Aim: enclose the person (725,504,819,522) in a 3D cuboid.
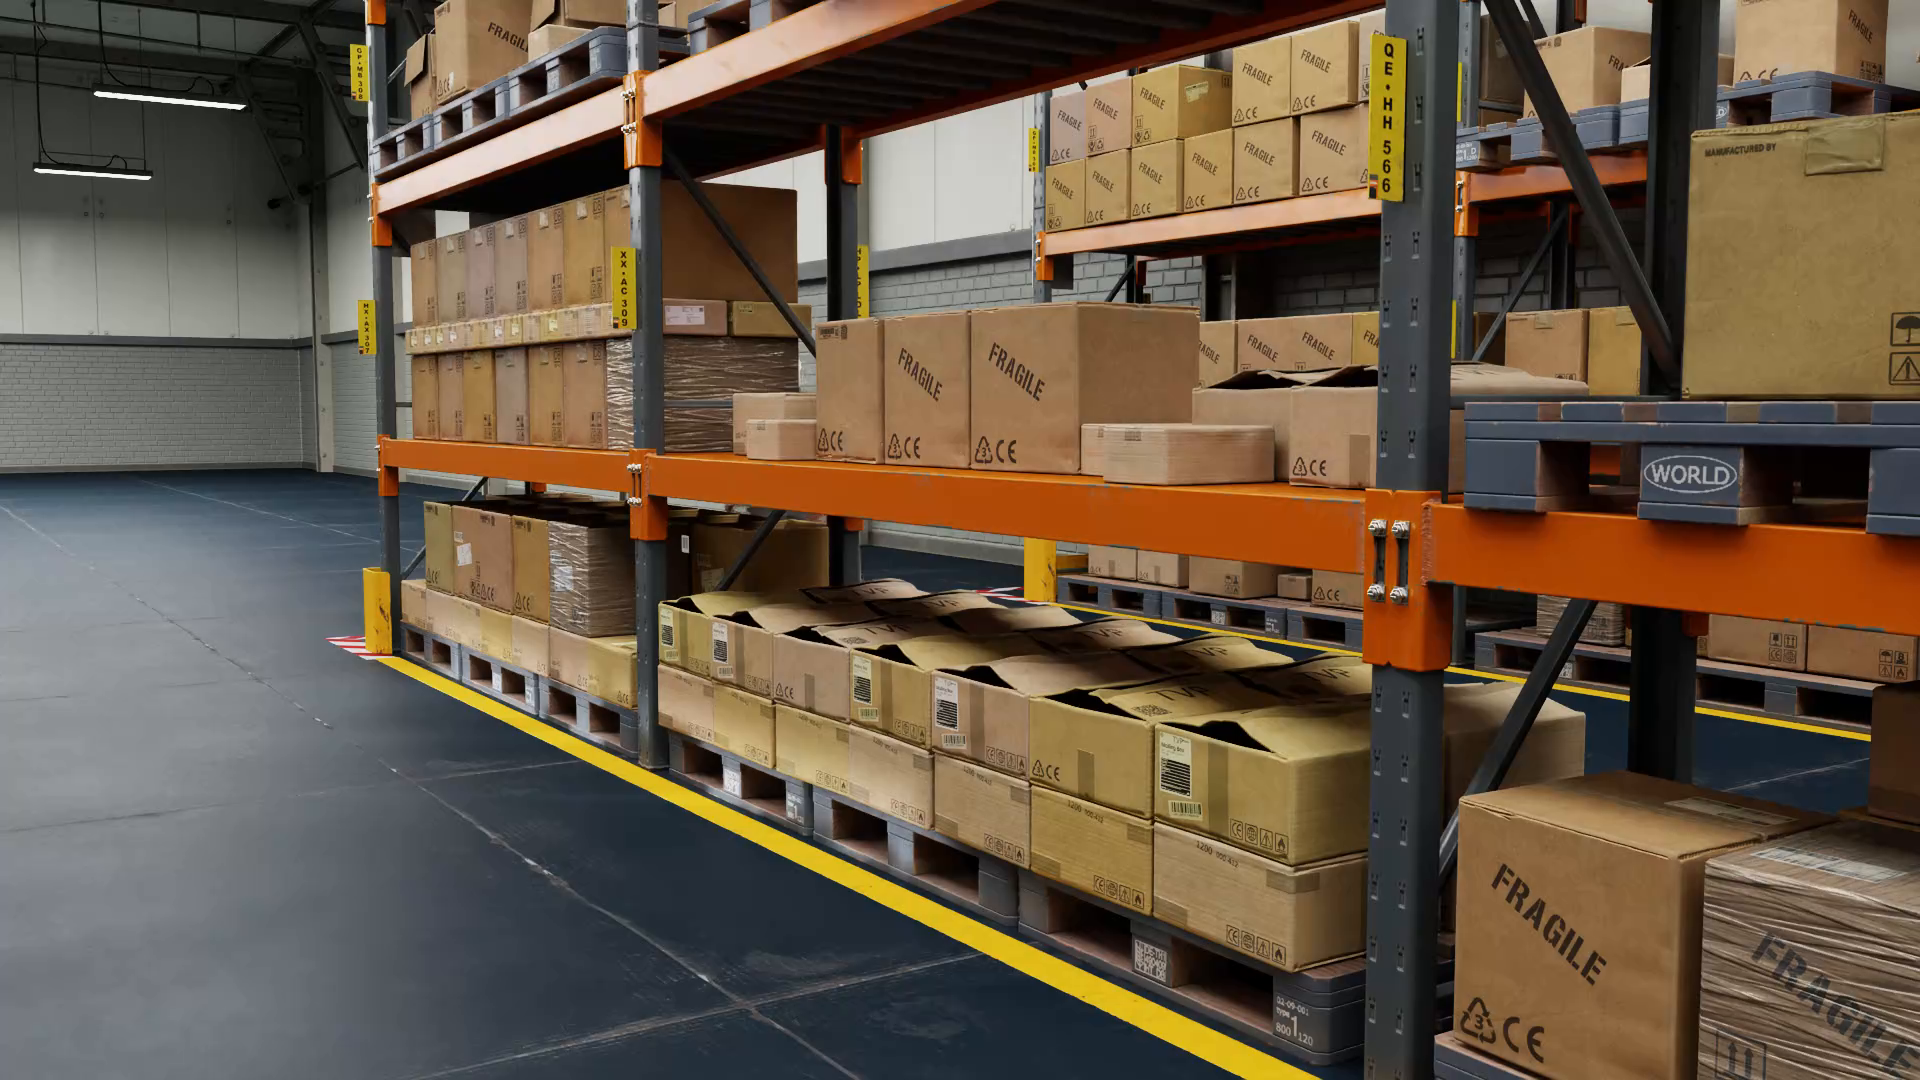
[{"bbox_3d":[-1.198,-0.220,10.378,0.549,1.785,0.811,-4,6,-37],"label":"person"}]
